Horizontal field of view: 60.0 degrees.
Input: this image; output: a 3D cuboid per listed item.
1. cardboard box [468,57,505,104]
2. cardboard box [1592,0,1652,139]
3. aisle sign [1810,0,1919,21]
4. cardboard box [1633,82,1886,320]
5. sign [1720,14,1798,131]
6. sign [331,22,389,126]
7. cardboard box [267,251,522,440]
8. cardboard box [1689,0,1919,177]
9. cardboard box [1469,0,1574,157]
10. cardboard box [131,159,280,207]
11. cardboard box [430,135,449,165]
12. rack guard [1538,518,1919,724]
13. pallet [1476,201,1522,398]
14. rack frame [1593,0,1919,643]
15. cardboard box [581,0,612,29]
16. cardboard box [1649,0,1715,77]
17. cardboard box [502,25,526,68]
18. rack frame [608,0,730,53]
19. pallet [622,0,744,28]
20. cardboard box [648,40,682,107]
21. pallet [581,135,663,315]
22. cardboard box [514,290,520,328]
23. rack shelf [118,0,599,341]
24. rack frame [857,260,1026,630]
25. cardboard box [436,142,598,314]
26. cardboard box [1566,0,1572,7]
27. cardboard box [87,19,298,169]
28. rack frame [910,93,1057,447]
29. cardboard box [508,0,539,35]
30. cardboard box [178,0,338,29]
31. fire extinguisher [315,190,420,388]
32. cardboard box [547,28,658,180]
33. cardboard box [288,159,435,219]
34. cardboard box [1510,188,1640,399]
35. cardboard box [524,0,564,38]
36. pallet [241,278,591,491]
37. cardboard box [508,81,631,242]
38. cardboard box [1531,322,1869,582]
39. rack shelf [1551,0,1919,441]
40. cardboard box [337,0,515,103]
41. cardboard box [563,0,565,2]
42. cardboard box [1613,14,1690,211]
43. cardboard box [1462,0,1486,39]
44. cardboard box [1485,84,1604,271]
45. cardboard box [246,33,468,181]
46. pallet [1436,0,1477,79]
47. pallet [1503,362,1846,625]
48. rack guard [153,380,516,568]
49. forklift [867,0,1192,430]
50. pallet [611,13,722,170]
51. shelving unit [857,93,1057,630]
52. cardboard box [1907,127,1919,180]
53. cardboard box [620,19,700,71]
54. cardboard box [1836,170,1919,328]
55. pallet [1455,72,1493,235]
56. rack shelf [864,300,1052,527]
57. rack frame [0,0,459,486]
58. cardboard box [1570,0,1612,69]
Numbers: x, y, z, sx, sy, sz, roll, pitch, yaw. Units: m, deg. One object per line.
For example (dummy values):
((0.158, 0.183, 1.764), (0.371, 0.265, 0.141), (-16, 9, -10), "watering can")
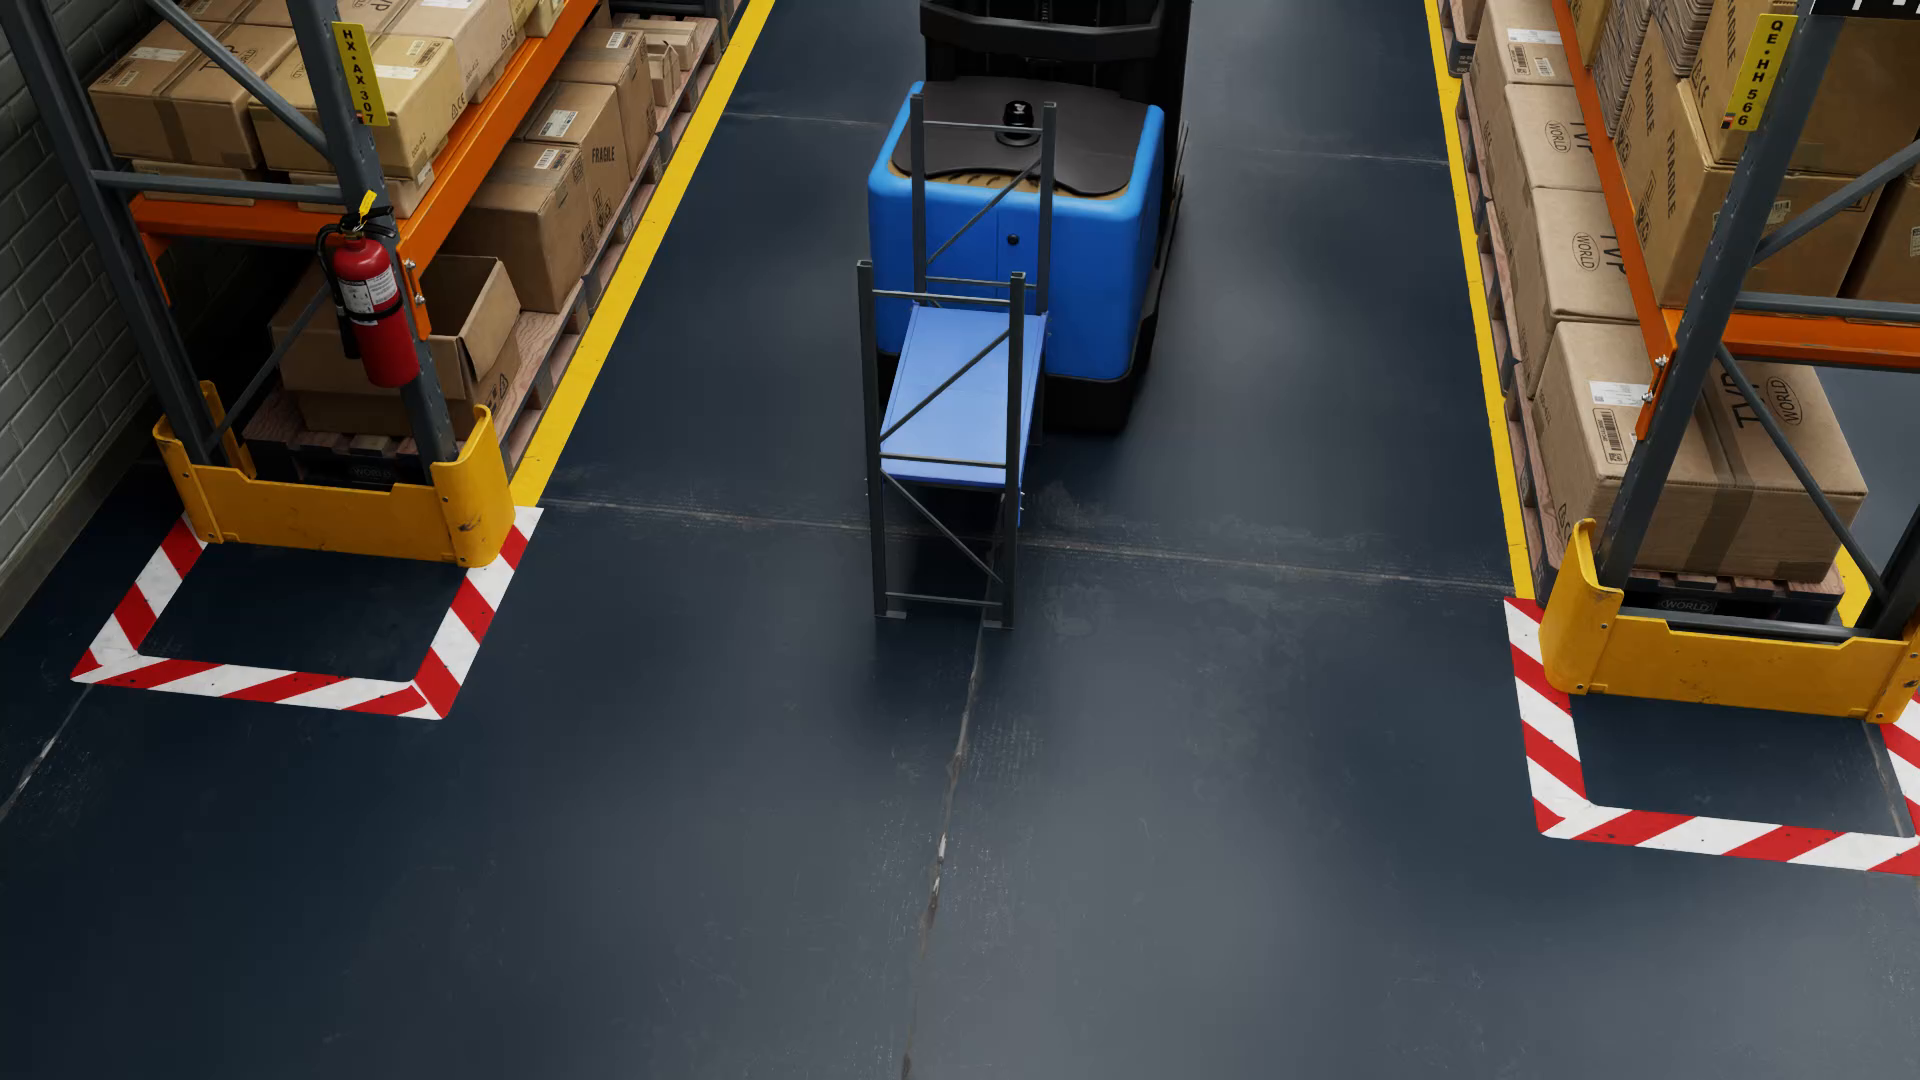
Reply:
((-1.901, -1.733, 6.082), (0.380, 0.149, 0.250), (7, 44, 7), "cardboard box")
((2.563, -1.732, 5.824), (0.500, 0.500, 0.500), (6, 44, 7), "cardboard box")
((2.305, -1.573, 3.839), (0.394, 0.787, 0.004), (5, 44, 6), "aisle sign")
((2.423, -1.039, 5.093), (0.500, 0.500, 0.500), (5, 44, 6), "cardboard box")
((2.086, -1.216, 4.338), (0.100, 0.325, 0.005), (5, 44, 6), "sign")
((-1.761, -1.364, 4.879), (0.100, 0.325, 0.005), (5, 44, 6), "sign")
((-2.124, -0.753, 6.374), (0.797, 0.503, 0.637), (4, 44, 4), "cardboard box")
((2.450, -1.400, 4.747), (0.500, 0.500, 0.500), (7, 44, 7), "cardboard box")
((2.961, -2.180, 7.929), (0.875, 0.438, 0.875), (5, 44, 5), "cardboard box")
((-2.521, -1.258, 5.580), (0.380, 0.149, 0.250), (5, 44, 5), "cardboard box")
((-1.996, -1.384, 5.713), (0.380, 0.149, 0.250), (6, 44, 7), "cardboard box")
((2.619, 0.274, 5.597), (1.175, 0.500, 0.348), (5, 44, 6), "rack guard")
((2.814, -1.019, 7.173), (1.003, 0.211, 1.213), (5, 44, 6), "pallet")
((2.622, -0.650, 4.755), (1.000, 3.000, 0.127), (5, 44, 6), "rack frame")
((-2.092, -2.572, 8.435), (0.500, 0.311, 0.500), (7, 44, 7), "cardboard box")
((2.490, -1.759, 5.126), (0.500, 0.500, 0.500), (5, 44, 6), "cardboard box")
((-1.872, -1.915, 6.273), (0.380, 0.149, 0.250), (6, 44, 6), "cardboard box")
((-1.770, -3.825, 8.108), (1.000, 3.000, 0.127), (5, 44, 6), "rack frame")
((-1.700, -3.370, 9.656), (1.003, 0.211, 1.213), (5, 44, 6), "pallet")
((-1.600, -2.335, 8.218), (0.396, 0.266, 0.258), (7, 44, 7), "cardboard box")
((-2.021, -1.511, 7.692), (1.003, 0.211, 1.213), (5, 44, 6), "pallet")
((-2.029, -0.911, 6.798), (0.380, 0.149, 0.250), (4, 44, 4), "cardboard box")
((-2.034, -2.201, 6.916), (1.077, 0.370, 4.000), (5, 44, 6), "rack shelf")
((-0.056, -0.256, 5.430), (0.500, 1.500, 0.032), (5, 44, 6), "rack frame")
((-1.972, -1.331, 6.987), (0.700, 0.500, 0.500), (7, 44, 7), "cardboard box")
((2.686, -2.436, 6.568), (0.500, 0.500, 0.500), (5, 44, 6), "cardboard box")
((-2.501, -1.490, 5.535), (0.500, 0.250, 0.500), (6, 44, 7), "cardboard box")
((0.078, -0.949, 6.162), (0.500, 1.500, 0.032), (5, 44, 6), "rack frame")
((-1.842, -2.127, 6.207), (0.500, 0.250, 0.500), (4, 44, 5), "cardboard box")
((-2.432, -1.842, 5.906), (0.500, 0.250, 0.500), (5, 44, 6), "cardboard box")
((-1.860, -0.793, 5.234), (0.296, 0.674, 0.183), (5, 44, 6), "fire extinguisher")
((-1.835, -2.039, 7.734), (0.700, 0.500, 0.500), (4, 44, 4), "cardboard box")
((-1.983, -1.207, 5.526), (0.380, 0.149, 0.250), (5, 44, 5), "cardboard box")
((2.723, -0.956, 6.636), (0.875, 0.438, 0.875), (6, 44, 7), "cardboard box")
((-1.764, -2.080, 6.448), (0.380, 0.149, 0.250), (4, 44, 4), "cardboard box")
((-2.184, -0.682, 6.817), (1.003, 0.211, 1.213), (5, 44, 6), "pallet")
((-1.803, -1.682, 7.358), (0.500, 0.500, 0.500), (6, 44, 6), "cardboard box")
((2.610, -0.331, 5.976), (0.875, 0.438, 0.875), (4, 44, 4), "cardboard box")
((2.886, -1.752, 6.442), (1.077, 0.370, 4.000), (5, 44, 6), "rack shelf")
((-1.905, -1.781, 5.842), (0.500, 0.250, 0.500), (6, 44, 6), "cardboard box")
((-1.749, -2.262, 6.640), (0.380, 0.149, 0.250), (6, 44, 6), "cardboard box")
((2.504, -1.380, 5.453), (0.500, 0.500, 0.500), (4, 44, 5), "cardboard box")
((3.153, -3.187, 8.674), (0.875, 0.875, 0.875), (6, 44, 7), "cardboard box")
((2.843, -1.570, 7.285), (0.875, 0.438, 0.875), (4, 44, 4), "cardboard box")
((-1.972, -1.437, 5.479), (0.500, 0.250, 0.500), (5, 44, 6), "cardboard box")
((3.178, -2.897, 9.156), (1.003, 0.211, 1.213), (5, 44, 6), "pallet")
((2.650, -0.190, 6.297), (1.003, 0.211, 1.213), (5, 44, 6), "pallet")
((-2.289, -0.243, 6.143), (1.175, 0.500, 0.348), (5, 44, 6), "rack guard")
((0.446, -2.529, 6.789), (1.130, 2.935, 3.031), (8, 44, 9), "forklift")
((-1.862, -2.344, 8.573), (1.003, 0.211, 1.213), (5, 44, 6), "pallet")
((0.011, -0.603, 5.796), (0.538, 1.500, 1.048), (5, 44, 6), "shelving unit")
((2.968, -1.351, 4.695), (0.500, 0.500, 0.500), (4, 44, 5), "cardboard box")
((-1.553, -2.536, 8.515), (0.380, 0.149, 0.250), (4, 44, 4), "cardboard box")
((2.970, -0.988, 5.039), (0.500, 0.500, 0.500), (5, 44, 5), "cardboard box")
((2.973, -1.853, 8.053), (1.003, 0.211, 1.213), (5, 44, 6), "pallet")
((0.011, -0.472, 5.919), (0.538, 0.185, 1.000), (5, 44, 6), "rack shelf")
((-2.299, -1.099, 5.229), (1.000, 3.000, 0.127), (5, 44, 6), "rack frame")
((2.618, -2.085, 6.197), (0.500, 0.500, 0.500), (6, 44, 7), "cardboard box")
